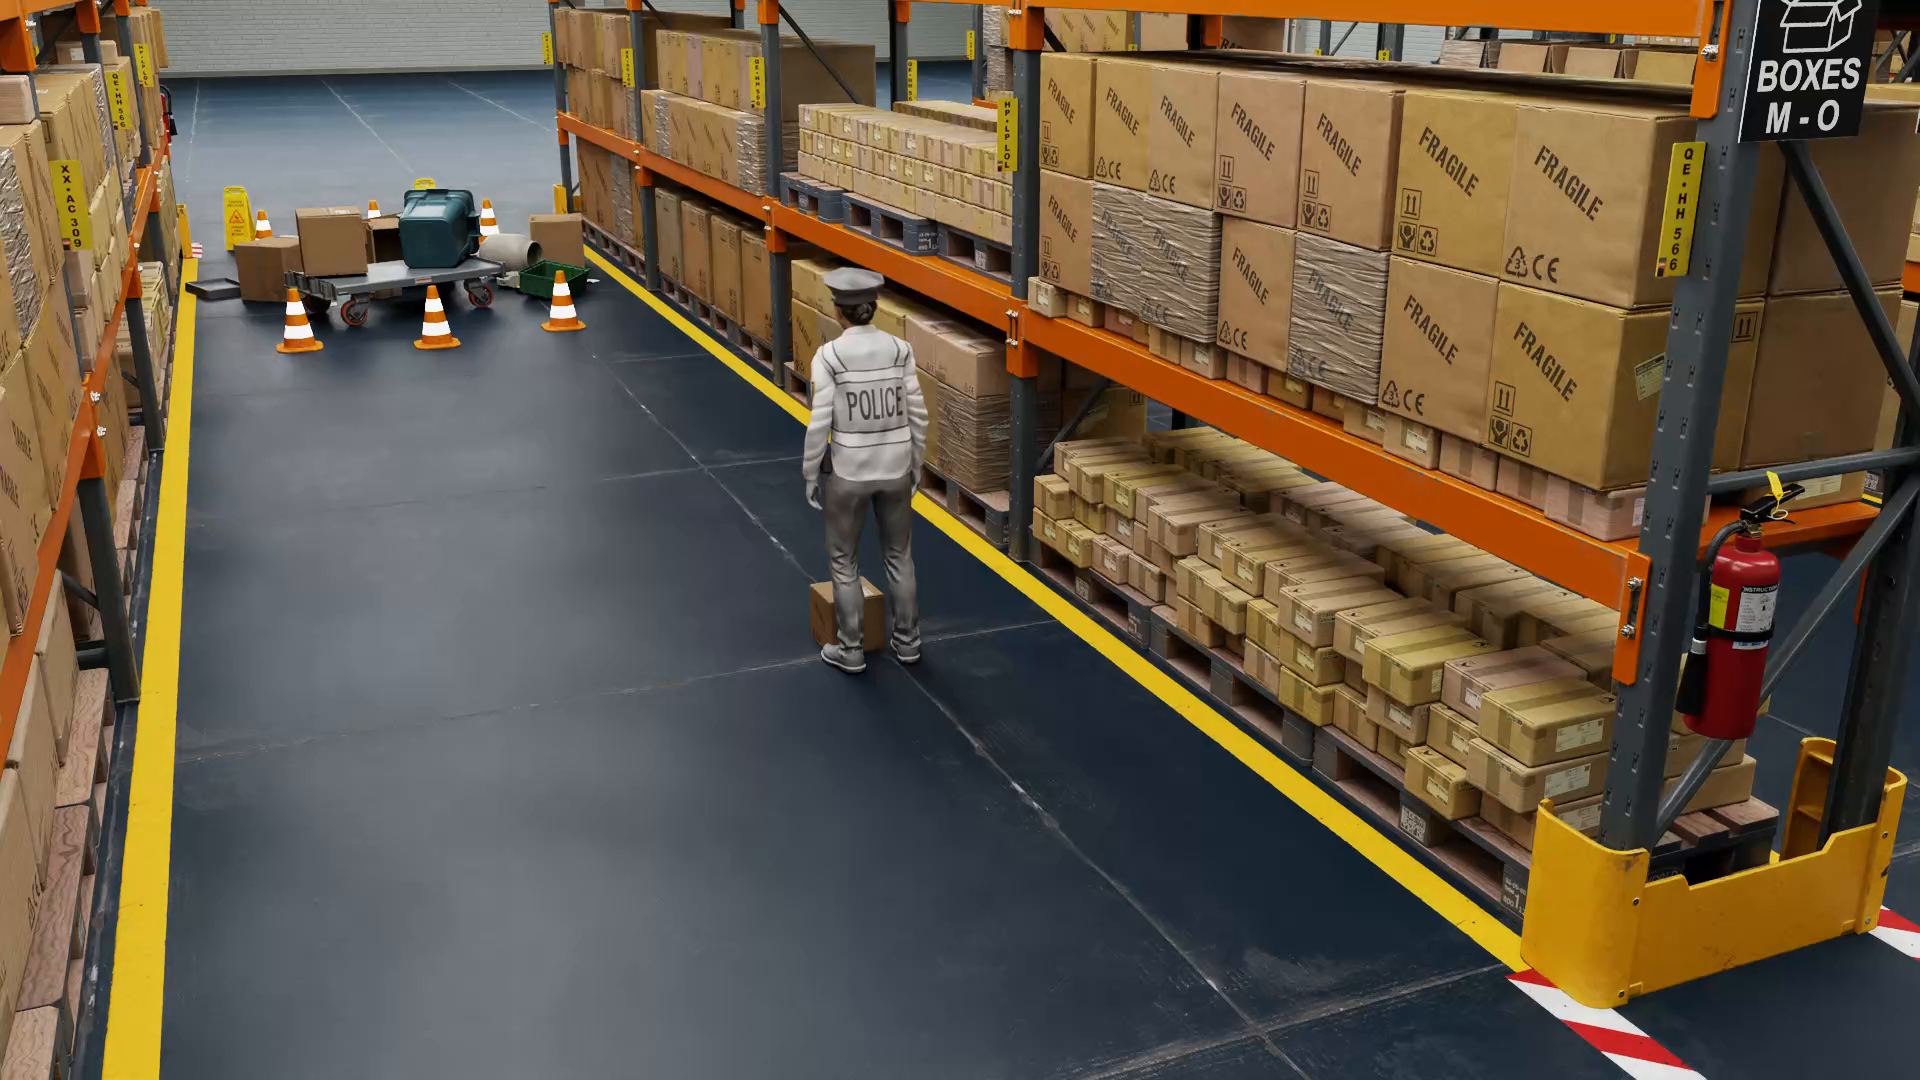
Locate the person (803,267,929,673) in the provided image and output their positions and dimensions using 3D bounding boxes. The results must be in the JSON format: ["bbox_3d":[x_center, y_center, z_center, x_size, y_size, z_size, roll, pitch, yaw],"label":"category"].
[{"bbox_3d":[-0.387,-0.266,6.832,0.529,1.664,0.371,-8,20,-22],"label":"person"}]
